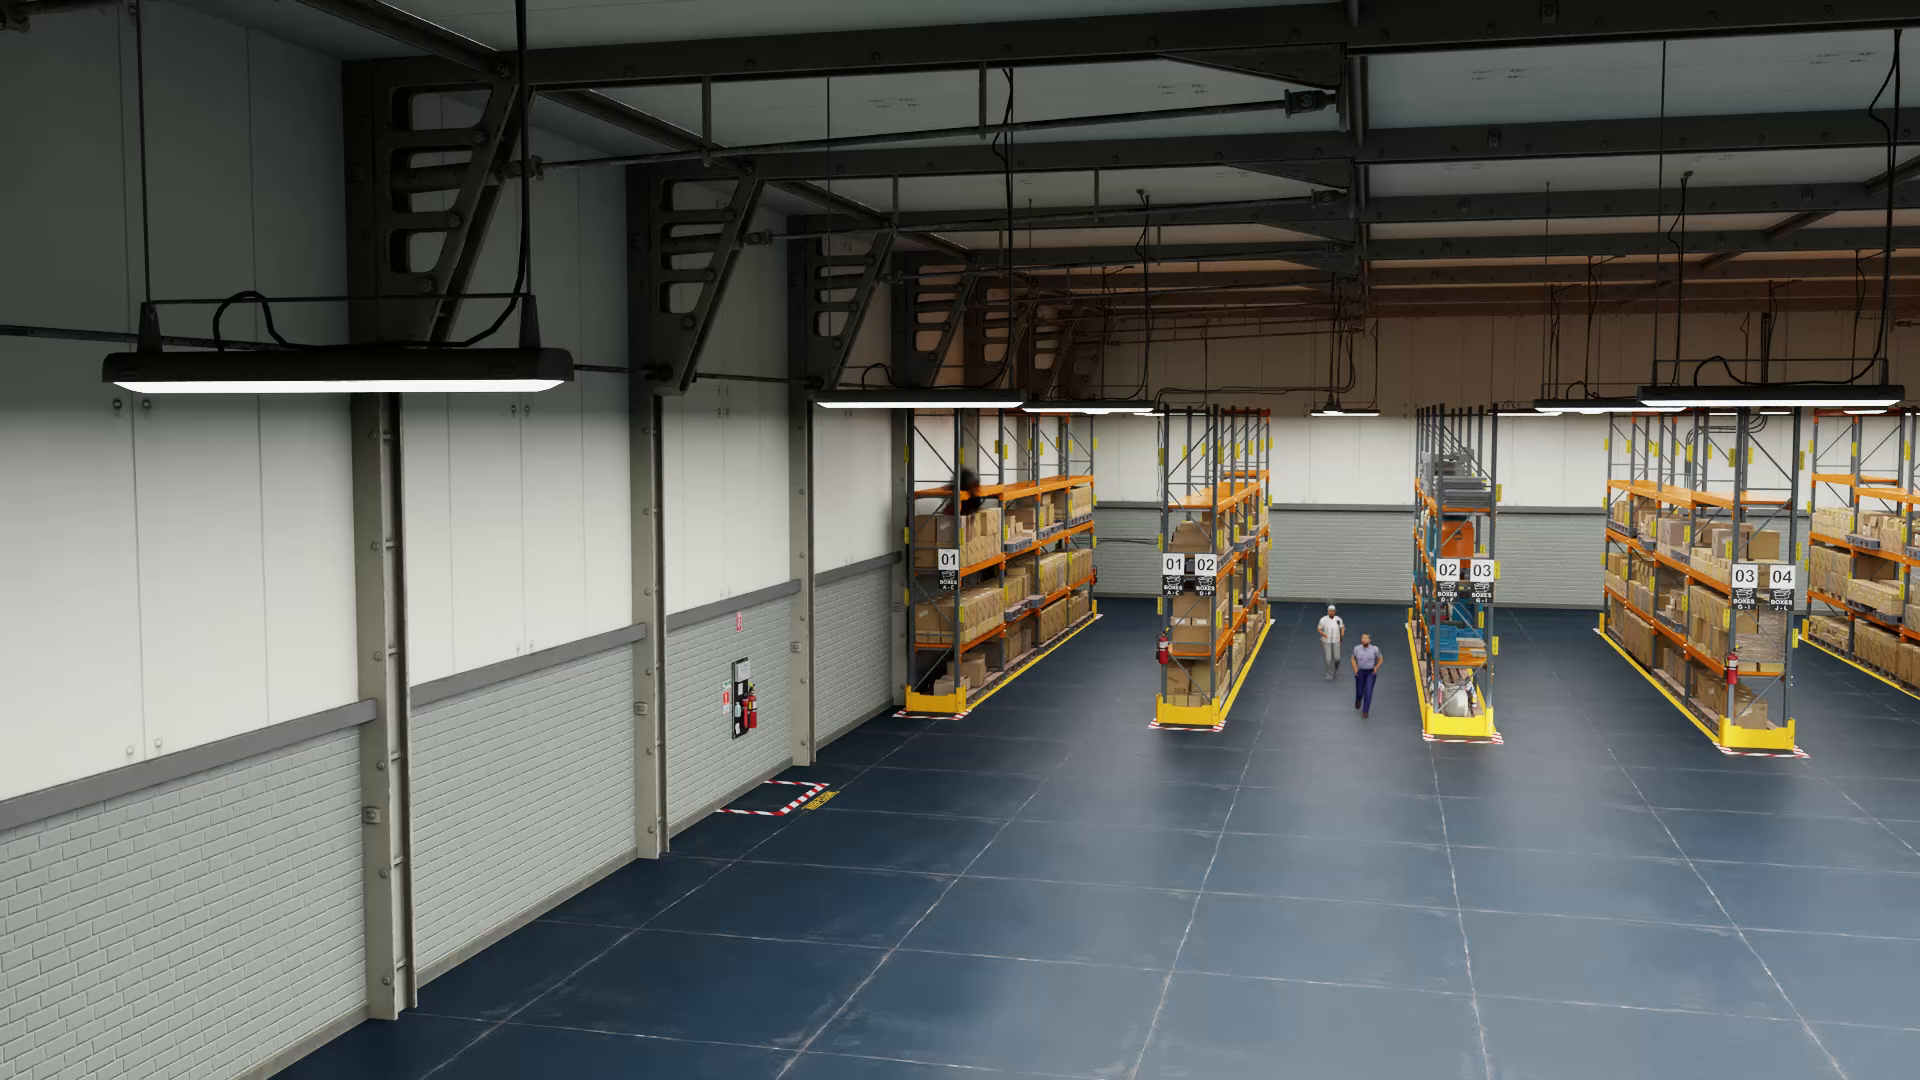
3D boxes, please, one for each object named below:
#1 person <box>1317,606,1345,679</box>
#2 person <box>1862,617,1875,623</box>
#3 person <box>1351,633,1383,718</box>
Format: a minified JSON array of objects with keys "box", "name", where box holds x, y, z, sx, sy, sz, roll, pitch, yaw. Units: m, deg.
[{"box":[8.134,2.250,36.436,0.604,1.629,0.567,1,4,8],"name":"person"},{"box":[23.904,1.707,43.593,0.780,1.695,0.577,-1,4,-16],"name":"person"},{"box":[7.853,2.597,32.087,0.605,1.625,0.607,1,4,19],"name":"person"}]
